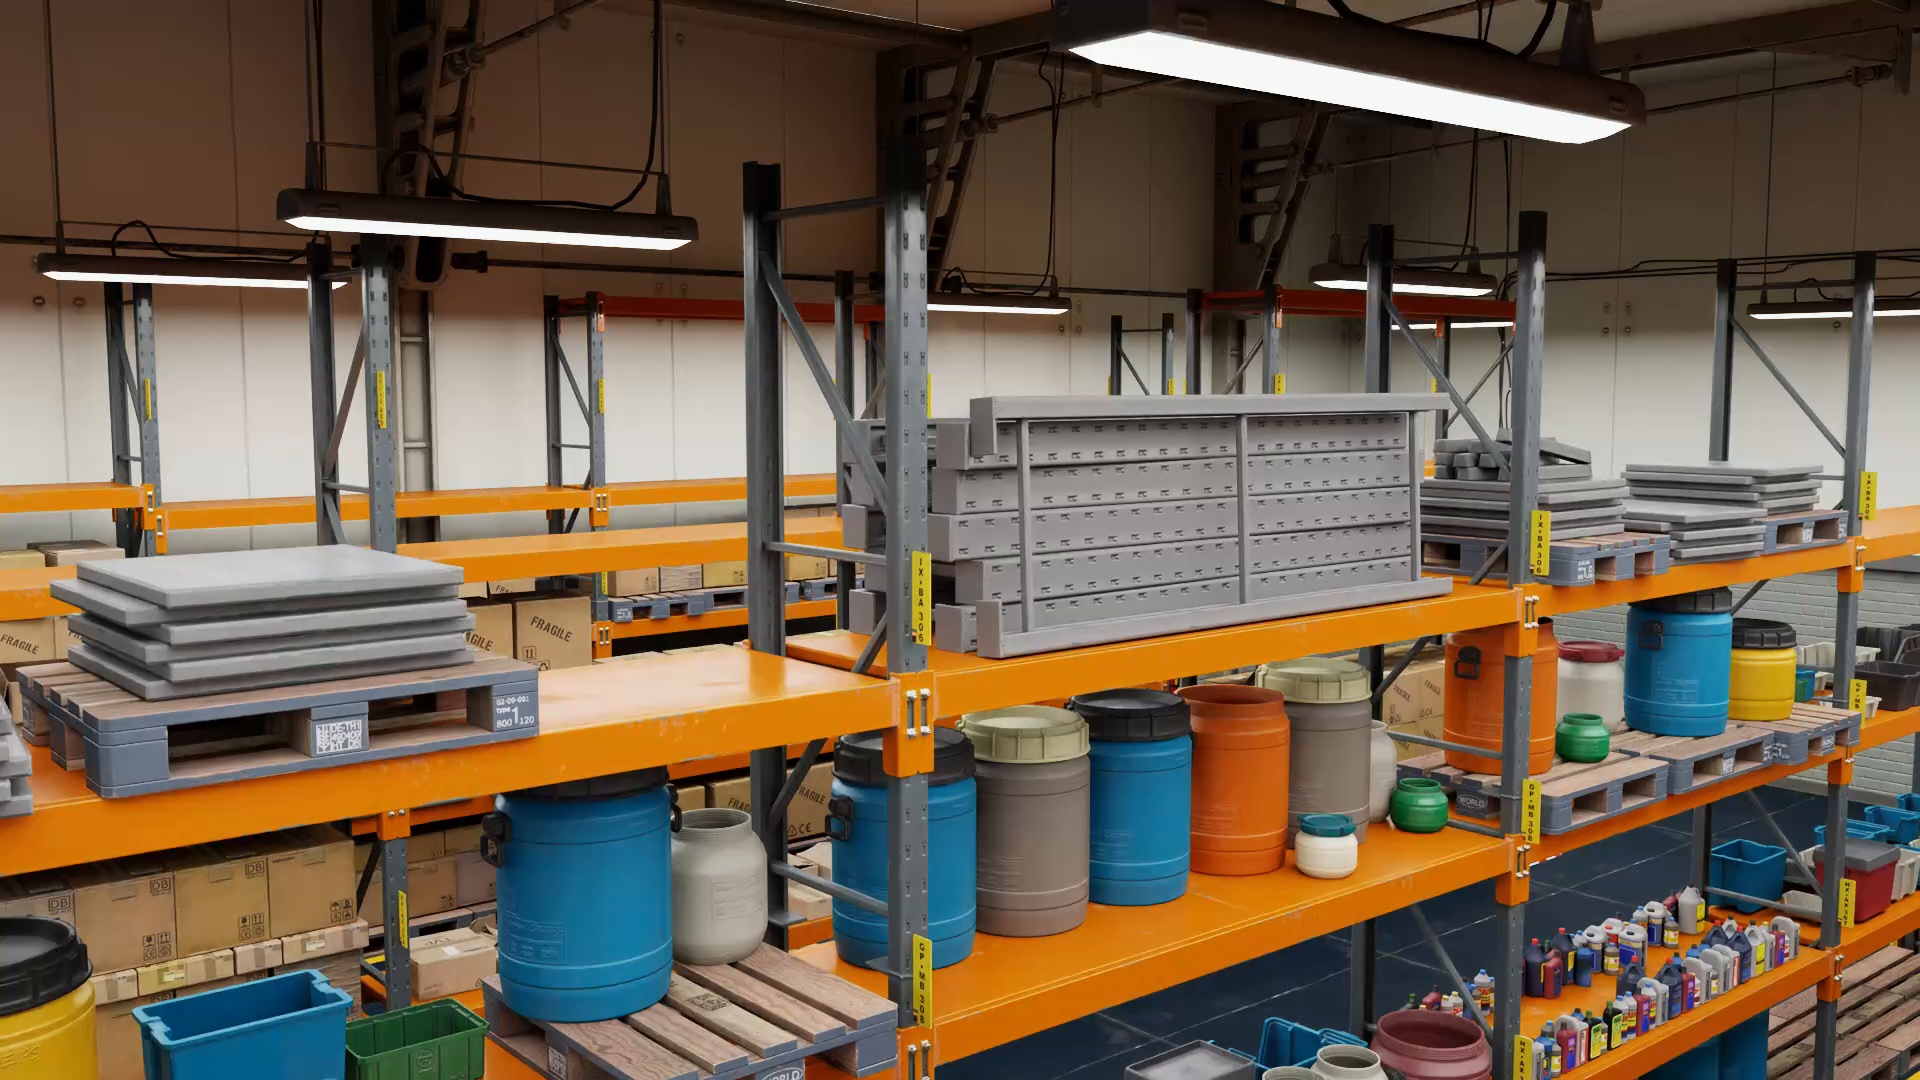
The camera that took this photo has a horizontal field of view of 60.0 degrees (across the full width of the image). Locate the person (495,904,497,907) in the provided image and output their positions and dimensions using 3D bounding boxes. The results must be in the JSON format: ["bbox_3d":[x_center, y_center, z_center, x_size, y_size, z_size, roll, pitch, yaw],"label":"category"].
[{"bbox_3d":[-3.563,3.079,13.616,0.632,1.600,0.623,5,7,42],"label":"person"}]
